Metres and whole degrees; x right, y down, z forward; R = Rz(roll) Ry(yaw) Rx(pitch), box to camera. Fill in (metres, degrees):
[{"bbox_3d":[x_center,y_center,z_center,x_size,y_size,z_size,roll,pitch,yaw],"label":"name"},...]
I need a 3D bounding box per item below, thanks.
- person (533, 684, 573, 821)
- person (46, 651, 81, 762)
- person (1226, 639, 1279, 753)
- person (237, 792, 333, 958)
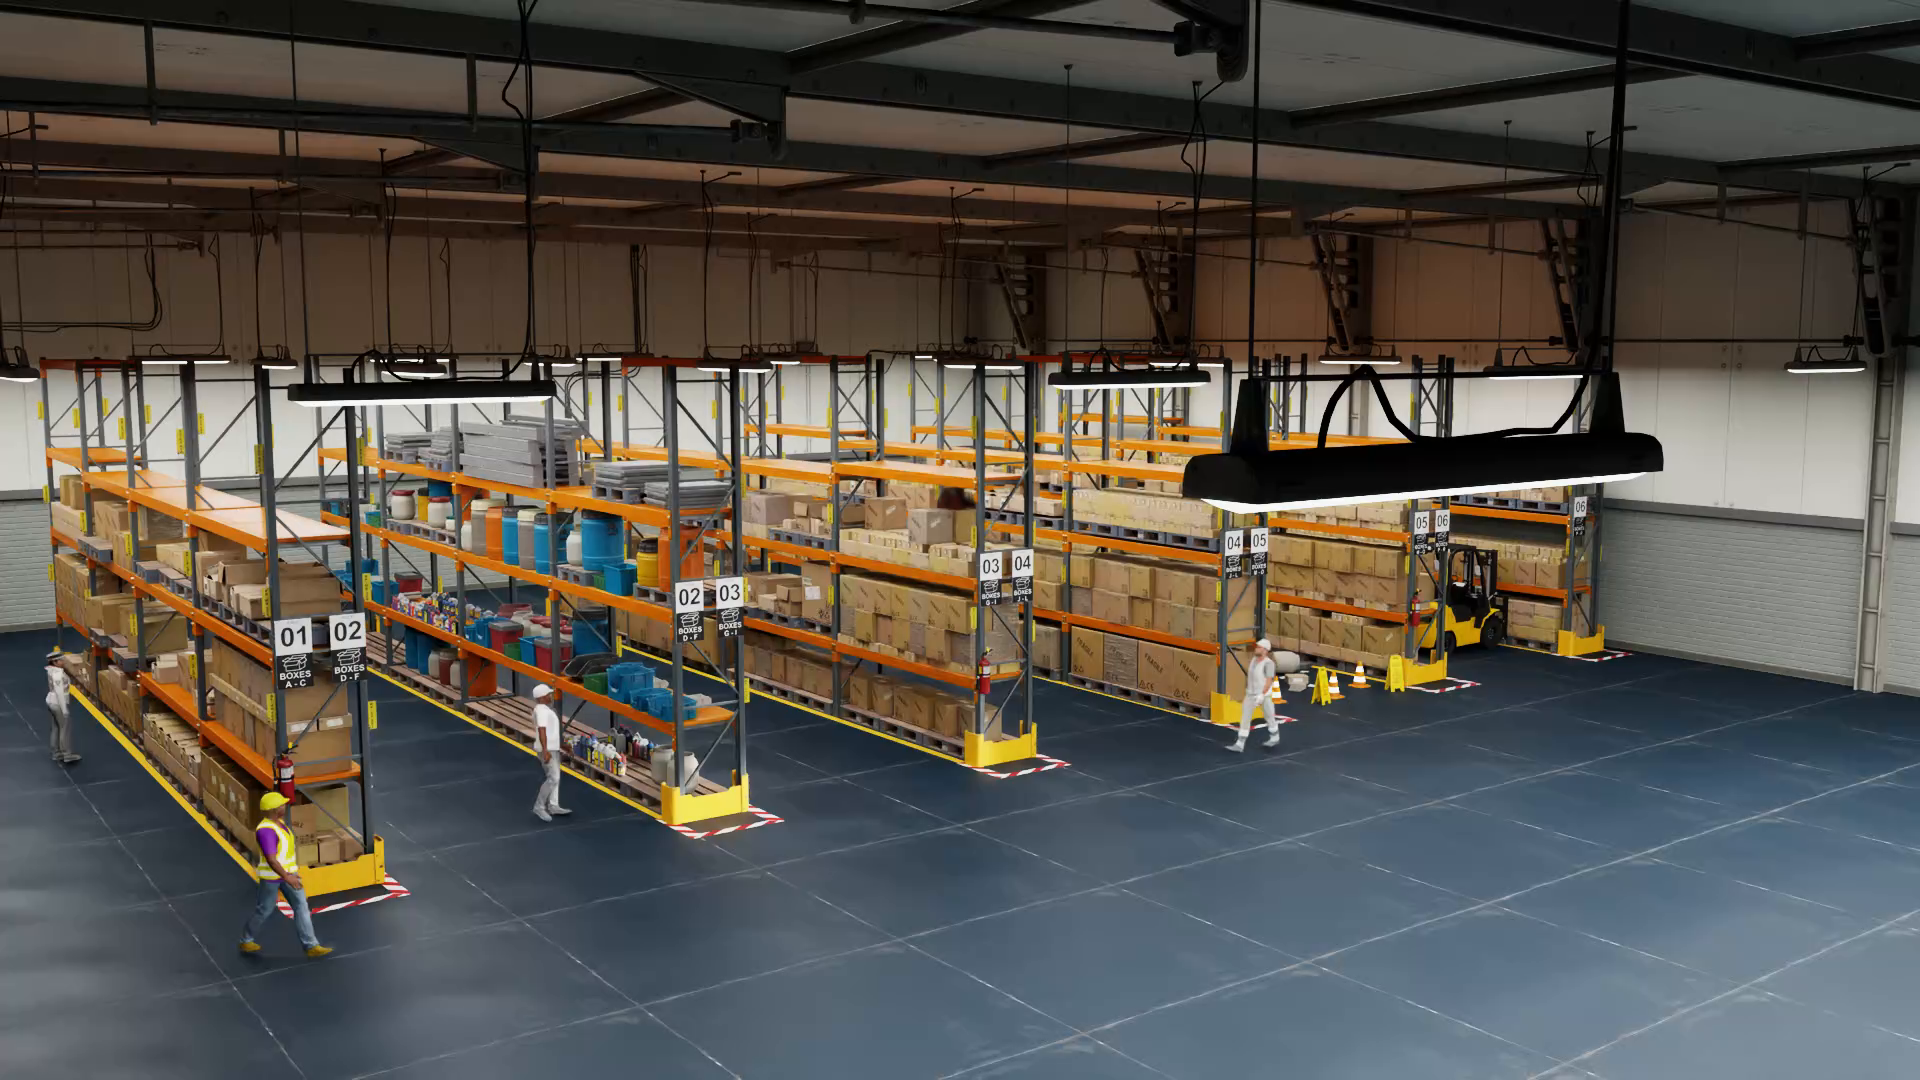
[{"bbox_3d":[-5.460,2.819,22.133,0.497,1.769,0.711,0,7,-3],"label":"person"},{"bbox_3d":[-13.492,2.491,24.992,0.398,1.681,0.539,-6,9,-42],"label":"person"},{"bbox_3d":[4.565,2.395,25.557,0.525,1.731,1.041,5,9,37],"label":"person"},{"bbox_3d":[-6.963,3.440,17.031,1.062,1.722,0.491,3,7,21],"label":"person"}]
